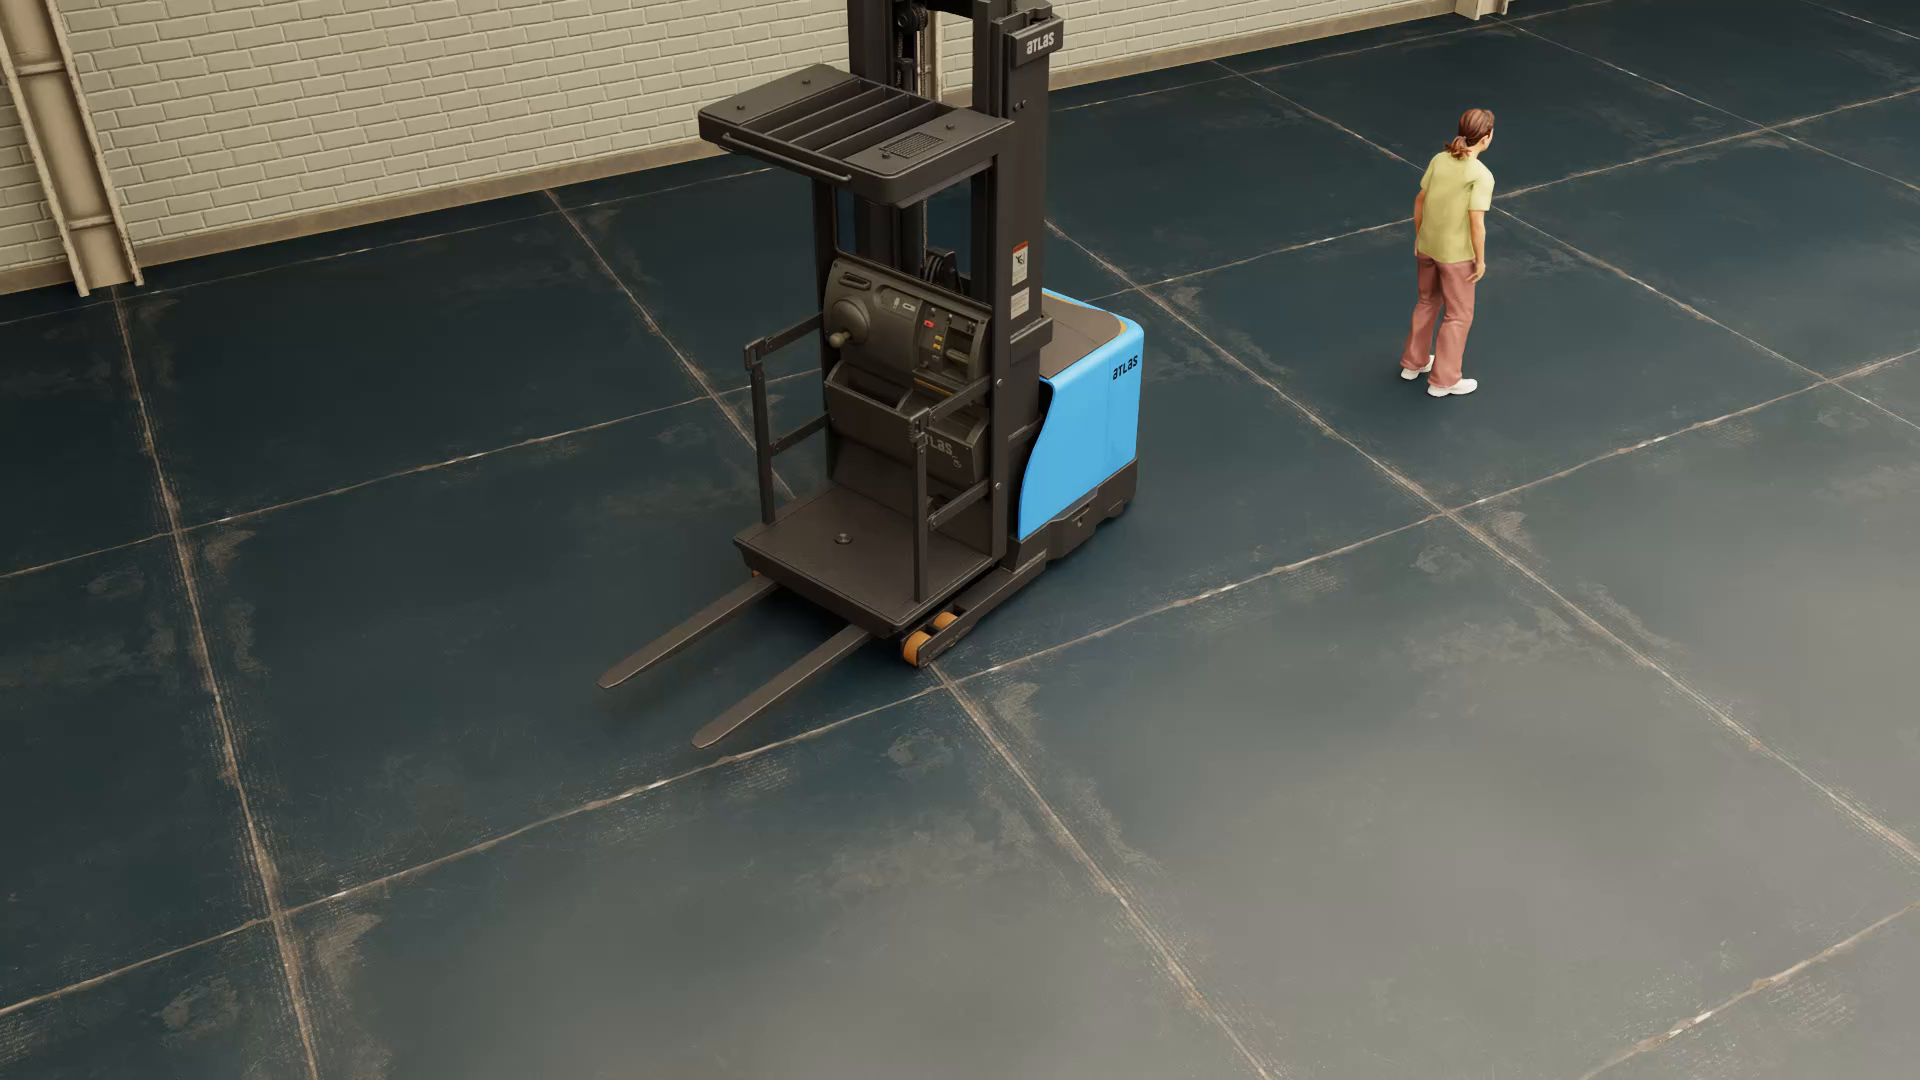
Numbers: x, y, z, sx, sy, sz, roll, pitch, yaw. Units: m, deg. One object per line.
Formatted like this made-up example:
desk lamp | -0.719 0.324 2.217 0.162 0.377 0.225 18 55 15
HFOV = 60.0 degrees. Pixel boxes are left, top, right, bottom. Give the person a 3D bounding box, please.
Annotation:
person | 2.820 -1.651 9.551 0.365 1.671 0.520 -20 40 -26

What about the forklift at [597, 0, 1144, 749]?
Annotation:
forklift | -0.390 -0.927 7.434 1.130 2.935 3.031 26 43 31
